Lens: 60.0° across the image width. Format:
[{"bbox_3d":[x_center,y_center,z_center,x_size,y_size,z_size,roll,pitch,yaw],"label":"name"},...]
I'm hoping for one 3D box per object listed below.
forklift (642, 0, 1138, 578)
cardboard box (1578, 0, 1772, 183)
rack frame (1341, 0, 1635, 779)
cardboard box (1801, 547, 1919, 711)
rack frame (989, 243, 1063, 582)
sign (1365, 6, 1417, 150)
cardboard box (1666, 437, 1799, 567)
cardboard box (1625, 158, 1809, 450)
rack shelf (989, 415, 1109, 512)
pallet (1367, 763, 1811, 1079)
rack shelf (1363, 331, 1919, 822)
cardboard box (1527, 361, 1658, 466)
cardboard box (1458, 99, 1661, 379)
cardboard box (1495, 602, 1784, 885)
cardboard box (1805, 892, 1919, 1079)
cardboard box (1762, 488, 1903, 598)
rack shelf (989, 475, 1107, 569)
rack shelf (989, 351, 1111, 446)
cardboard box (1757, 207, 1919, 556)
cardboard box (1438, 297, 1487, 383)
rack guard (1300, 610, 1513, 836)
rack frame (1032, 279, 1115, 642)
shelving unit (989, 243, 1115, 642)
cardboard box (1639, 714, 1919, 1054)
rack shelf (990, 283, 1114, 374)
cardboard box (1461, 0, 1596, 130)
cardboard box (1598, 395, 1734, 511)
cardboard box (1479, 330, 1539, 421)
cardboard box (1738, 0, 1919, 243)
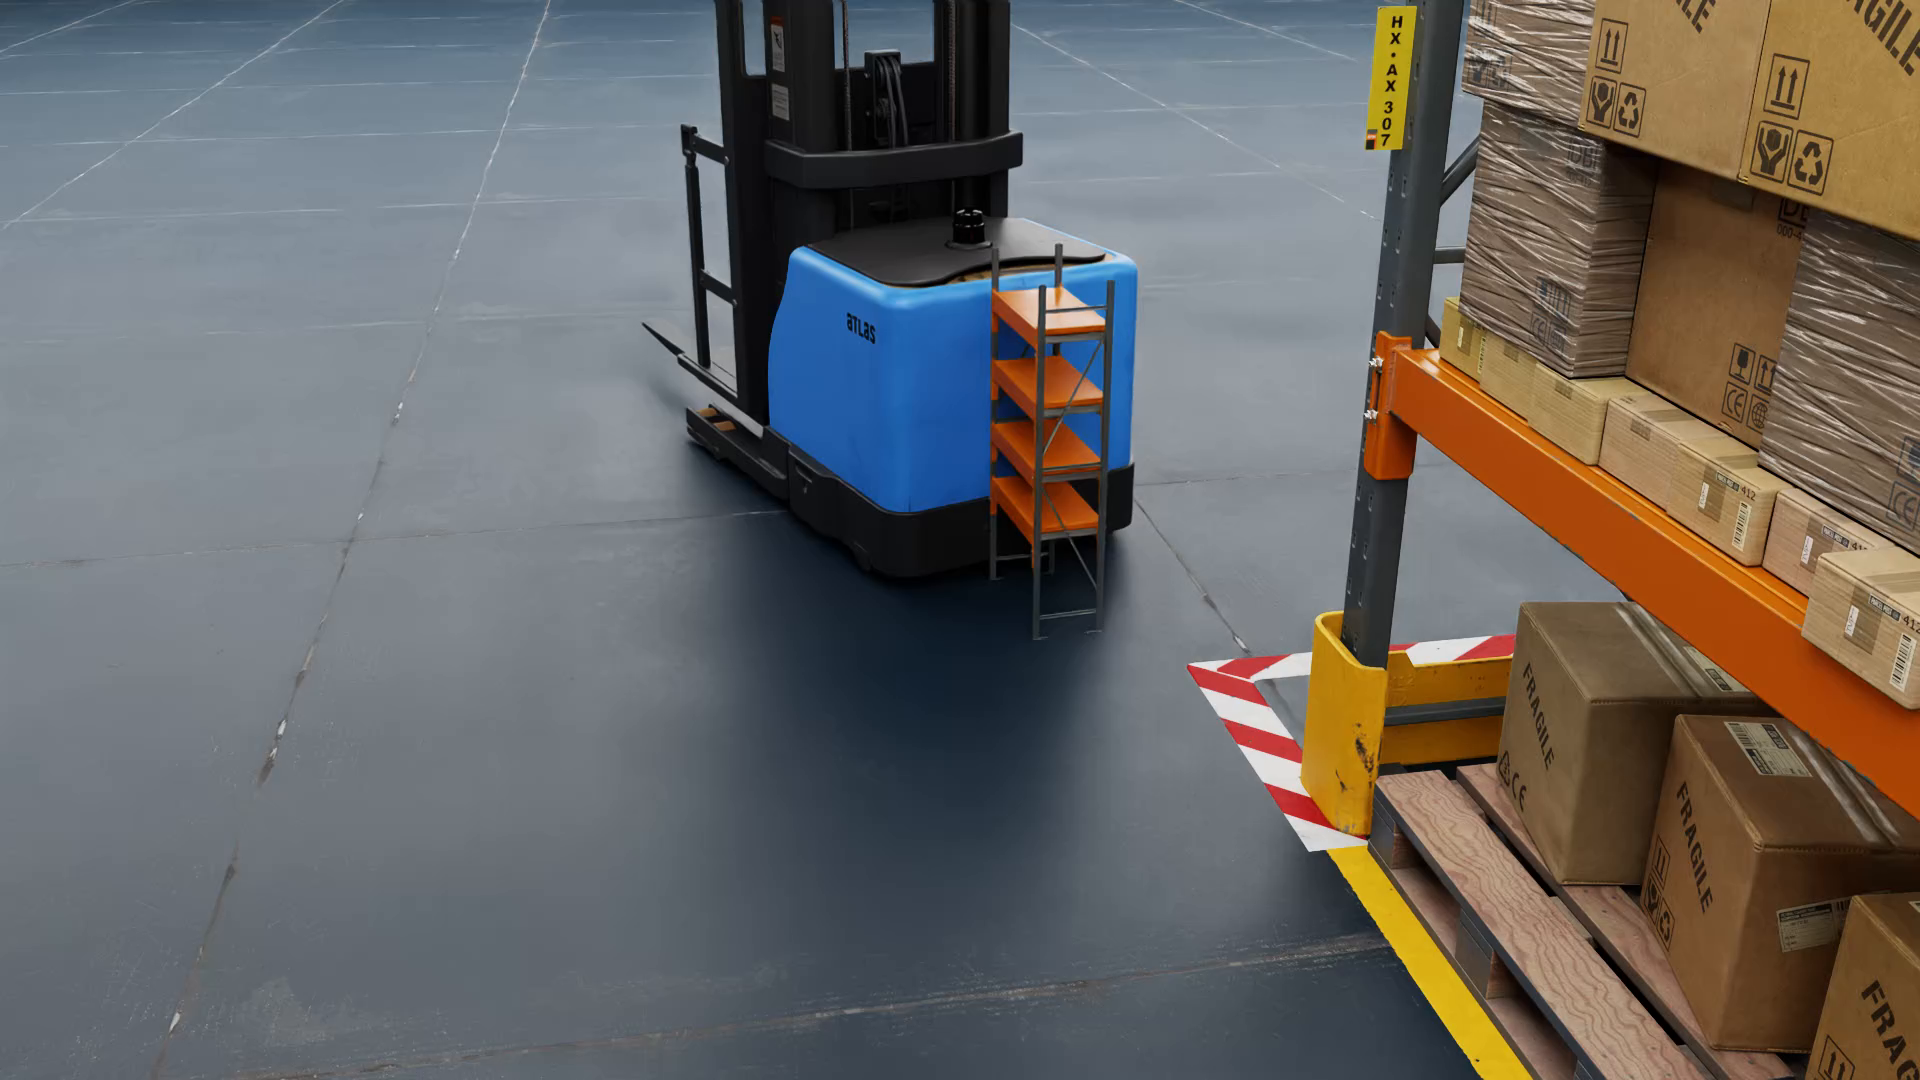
[{"bbox_3d":[-0.522,-1.760,6.618,1.130,2.935,3.031,-13,27,-27],"label":"forklift"},{"bbox_3d":[1.462,-0.927,2.879,0.500,0.500,0.500,-4,24,-10],"label":"cardboard box"},{"bbox_3d":[1.542,-0.720,4.152,1.000,3.000,0.127,-4,24,-10],"label":"rack frame"},{"bbox_3d":[1.543,0.122,2.538,0.380,0.149,0.250,-4,24,-10],"label":"cardboard box"},{"bbox_3d":[0.222,-0.417,5.706,0.240,1.200,0.015,-6,24,-14],"label":"rack frame"},{"bbox_3d":[1.009,-1.077,3.886,0.100,0.325,0.005,-4,24,-10],"label":"sign"},{"bbox_3d":[1.526,-0.081,3.001,0.380,0.149,0.250,-4,24,-10],"label":"cardboard box"},{"bbox_3d":[1.827,-0.496,3.142,0.875,0.500,0.500,-4,24,-10],"label":"cardboard box"},{"bbox_3d":[0.288,-0.262,5.518,0.258,0.148,0.480,-6,24,-14],"label":"rack shelf"},{"bbox_3d":[1.672,0.909,3.904,1.003,0.211,1.213,-4,24,-10],"label":"pallet"},{"bbox_3d":[1.912,0.396,2.495,1.077,0.370,4.000,-4,24,-10],"label":"rack shelf"},{"bbox_3d":[1.420,-0.276,3.449,0.380,0.149,0.250,-4,24,-10],"label":"cardboard box"},{"bbox_3d":[1.617,-0.684,3.572,0.875,0.500,0.500,-4,24,-10],"label":"cardboard box"},{"bbox_3d":[1.641,0.479,4.003,0.500,0.500,0.500,0,24,0],"label":"cardboard box"},{"bbox_3d":[1.883,0.960,2.903,0.500,0.500,0.500,-2,24,-5],"label":"cardboard box"},{"bbox_3d":[1.599,0.016,2.780,0.380,0.149,0.250,-4,24,-10],"label":"cardboard box"},{"bbox_3d":[0.288,-0.080,5.597,0.258,0.148,0.480,-6,24,-14],"label":"rack shelf"},{"bbox_3d":[0.288,-0.467,5.428,0.258,0.148,0.480,-6,24,-14],"label":"rack shelf"},{"bbox_3d":[1.878,-0.297,2.685,0.875,0.500,0.500,-4,24,-10],"label":"cardboard box"},{"bbox_3d":[1.361,-0.476,3.905,0.380,0.149,0.250,-4,24,-10],"label":"cardboard box"},{"bbox_3d":[1.556,0.455,4.584,1.175,0.500,0.348,-4,24,-10],"label":"rack guard"},{"bbox_3d":[0.354,-0.229,5.276,0.240,1.200,0.015,-6,24,-14],"label":"rack frame"},{"bbox_3d":[0.288,-0.323,5.491,0.258,1.200,0.503,-6,24,-14],"label":"shelving unit"},{"bbox_3d":[1.786,0.712,3.470,0.500,0.500,0.500,2,24,4],"label":"cardboard box"},{"bbox_3d":[0.288,-0.683,5.334,0.258,0.148,0.480,-6,24,-14],"label":"rack shelf"},{"bbox_3d":[1.376,-1.124,3.331,0.500,0.500,0.500,-4,24,-10],"label":"cardboard box"},{"bbox_3d":[1.486,-0.180,3.227,0.380,0.149,0.250,-4,24,-10],"label":"cardboard box"},{"bbox_3d":[1.388,-0.376,3.677,0.380,0.149,0.250,-4,24,-10],"label":"cardboard box"},{"bbox_3d":[1.556,-0.731,2.429,0.500,0.500,0.500,-4,24,-10],"label":"cardboard box"}]
